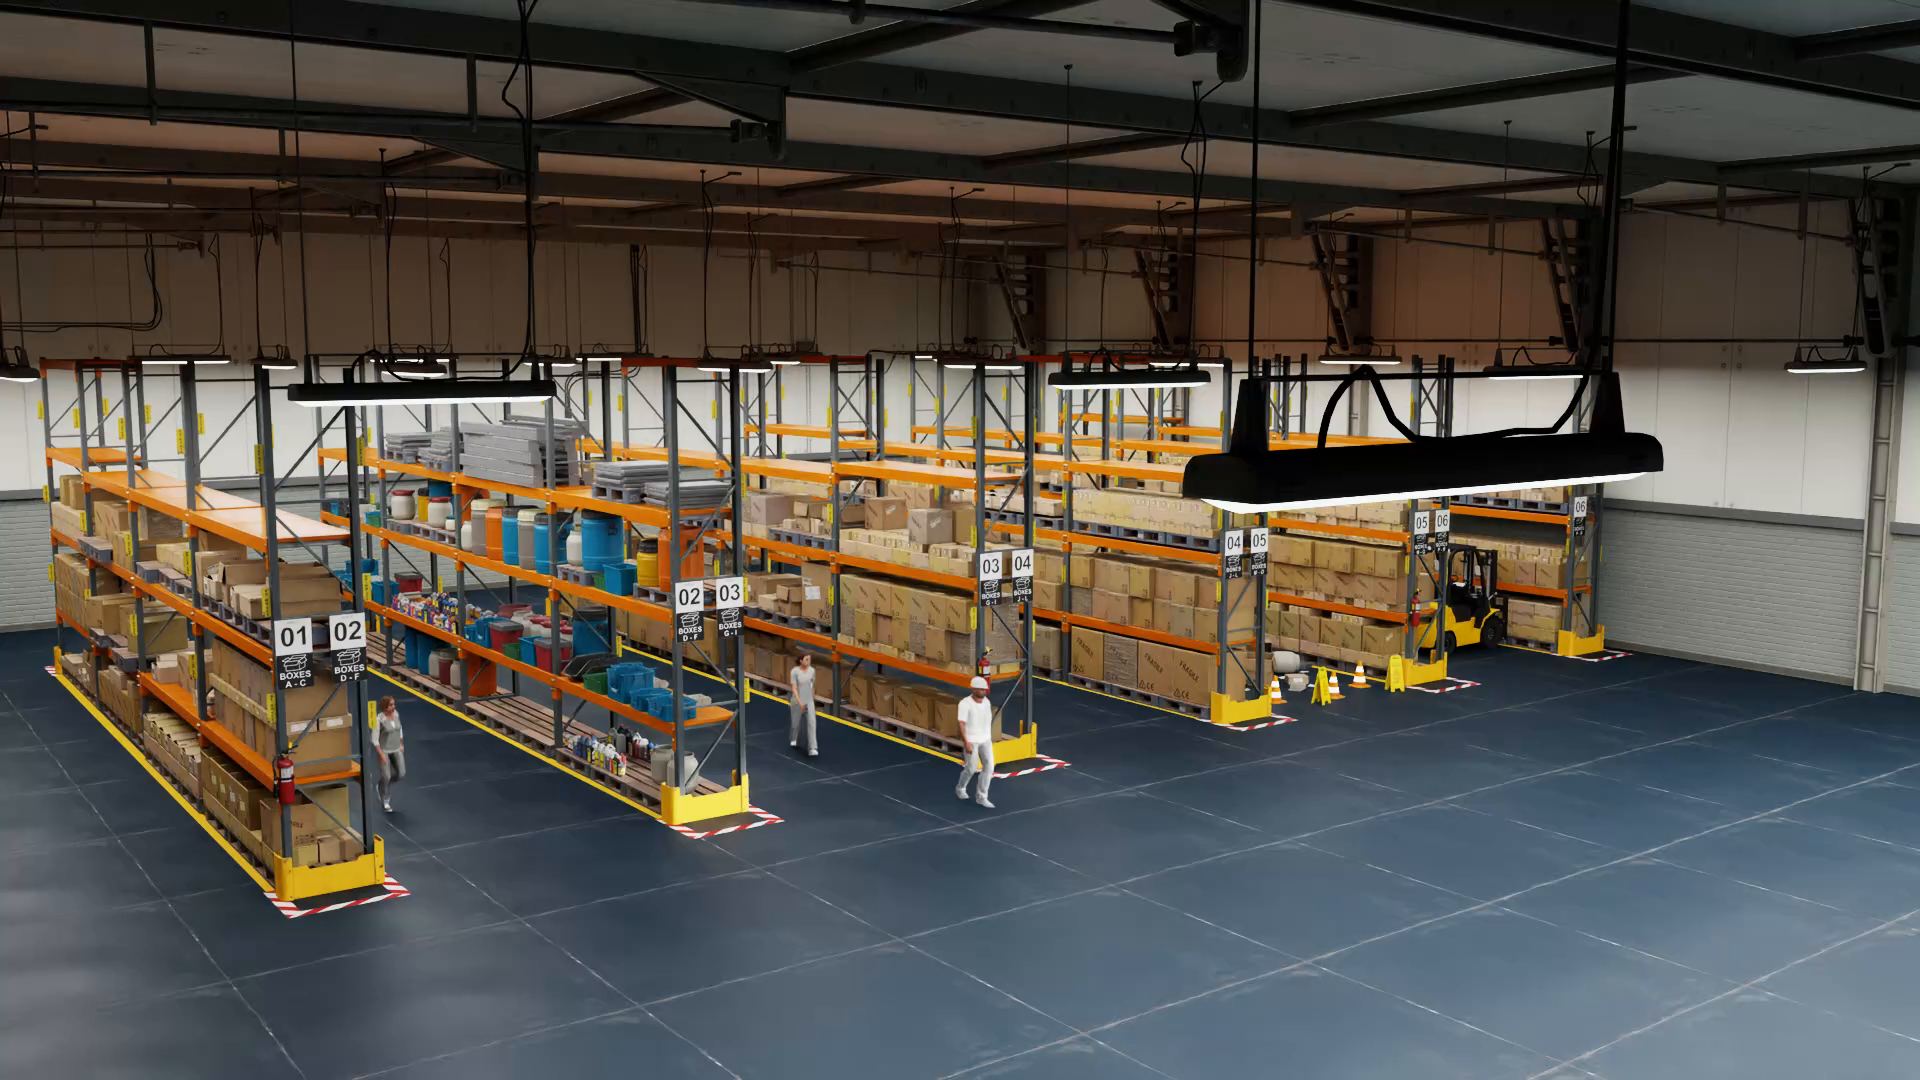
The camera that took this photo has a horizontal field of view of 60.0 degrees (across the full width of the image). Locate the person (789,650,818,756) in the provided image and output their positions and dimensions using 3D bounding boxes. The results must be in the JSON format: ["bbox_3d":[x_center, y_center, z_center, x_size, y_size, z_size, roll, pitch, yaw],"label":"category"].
[{"bbox_3d":[-2.384,2.475,25.484,0.435,1.586,1.123,-3,7,-21],"label":"person"}]

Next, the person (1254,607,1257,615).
[{"bbox_3d":[6.607,1.049,36.822,0.660,1.763,0.635,4,8,29],"label":"person"}]

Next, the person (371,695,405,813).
[{"bbox_3d":[-7.751,2.871,22.486,0.513,1.575,0.501,6,9,42],"label":"person"}]

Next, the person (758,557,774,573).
[{"bbox_3d":[-4.883,0.485,42.262,0.814,1.533,0.414,-6,9,-40],"label":"person"}]

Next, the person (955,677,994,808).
[{"bbox_3d":[0.236,2.759,22.769,0.656,1.786,0.668,-7,10,-44],"label":"person"}]
